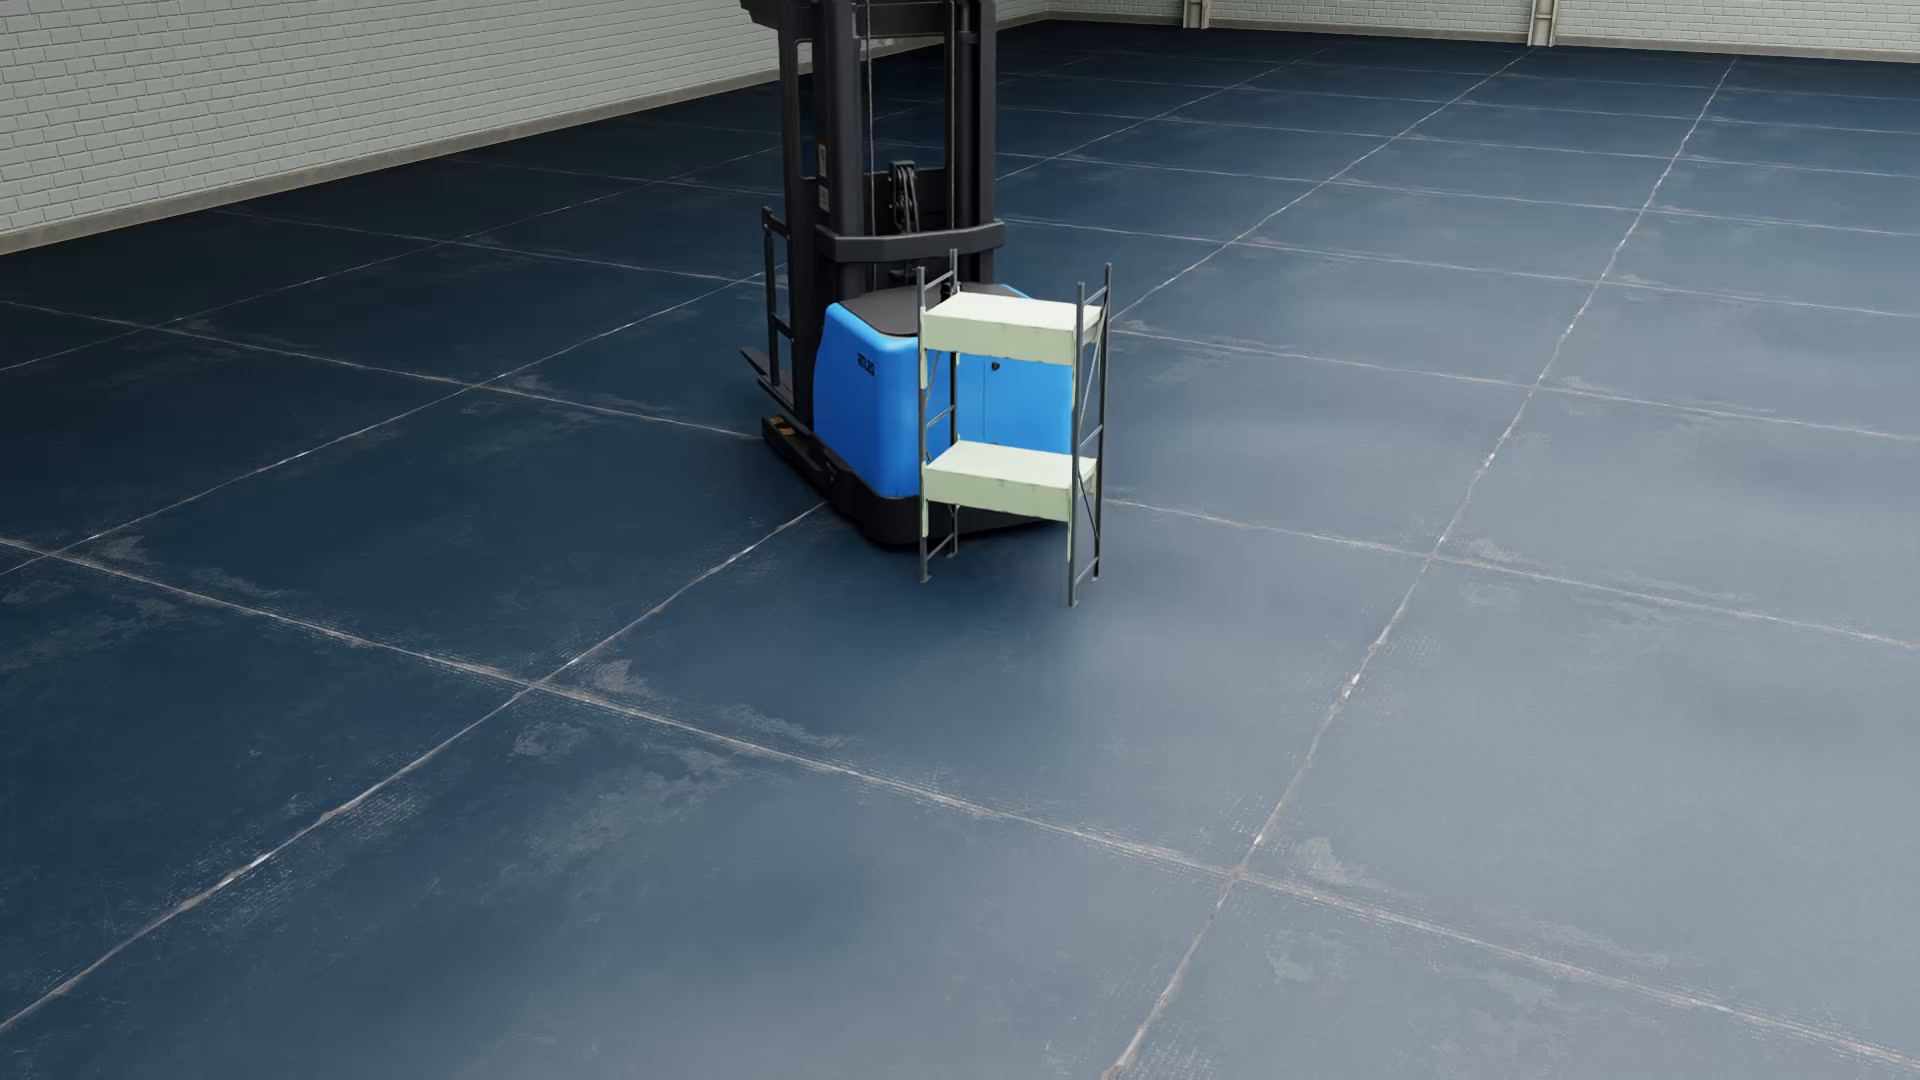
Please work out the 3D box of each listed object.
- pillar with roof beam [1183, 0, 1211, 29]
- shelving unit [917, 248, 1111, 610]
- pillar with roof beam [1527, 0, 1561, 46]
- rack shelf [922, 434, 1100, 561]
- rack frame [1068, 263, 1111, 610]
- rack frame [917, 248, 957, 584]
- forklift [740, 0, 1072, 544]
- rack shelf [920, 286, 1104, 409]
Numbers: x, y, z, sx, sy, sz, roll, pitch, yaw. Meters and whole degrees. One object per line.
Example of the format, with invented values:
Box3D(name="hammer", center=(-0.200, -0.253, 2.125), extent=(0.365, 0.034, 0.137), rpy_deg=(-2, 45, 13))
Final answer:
Box3D(name="pillar with roof beam", center=(2.315, -11.891, 24.713), extent=(0.400, 9.000, 9.100), rpy_deg=(11, 25, 25))
Box3D(name="shelving unit", center=(0.237, -0.503, 7.515), extent=(0.755, 1.500, 0.431), rpy_deg=(9, 25, 21))
Box3D(name="pillar with roof beam", center=(7.670, -10.832, 22.222), extent=(0.400, 9.000, 9.100), rpy_deg=(11, 25, 25))
Box3D(name="rack shelf", center=(0.237, -0.203, 7.643), extent=(0.720, 0.370, 0.431), rpy_deg=(9, 25, 21))
Box3D(name="rack frame", center=(0.575, -0.447, 7.385), extent=(0.023, 1.500, 0.400), rpy_deg=(9, 25, 21))
Box3D(name="rack frame", center=(-0.101, -0.558, 7.645), extent=(0.023, 1.500, 0.400), rpy_deg=(9, 25, 21))
Box3D(name="forklift", center=(-0.483, -1.873, 8.909), extent=(1.130, 2.935, 3.031), rpy_deg=(-10, 25, -21))
Box3D(name="rack shelf", center=(0.237, -0.862, 7.363), extent=(0.720, 0.370, 0.431), rpy_deg=(9, 25, 21))
